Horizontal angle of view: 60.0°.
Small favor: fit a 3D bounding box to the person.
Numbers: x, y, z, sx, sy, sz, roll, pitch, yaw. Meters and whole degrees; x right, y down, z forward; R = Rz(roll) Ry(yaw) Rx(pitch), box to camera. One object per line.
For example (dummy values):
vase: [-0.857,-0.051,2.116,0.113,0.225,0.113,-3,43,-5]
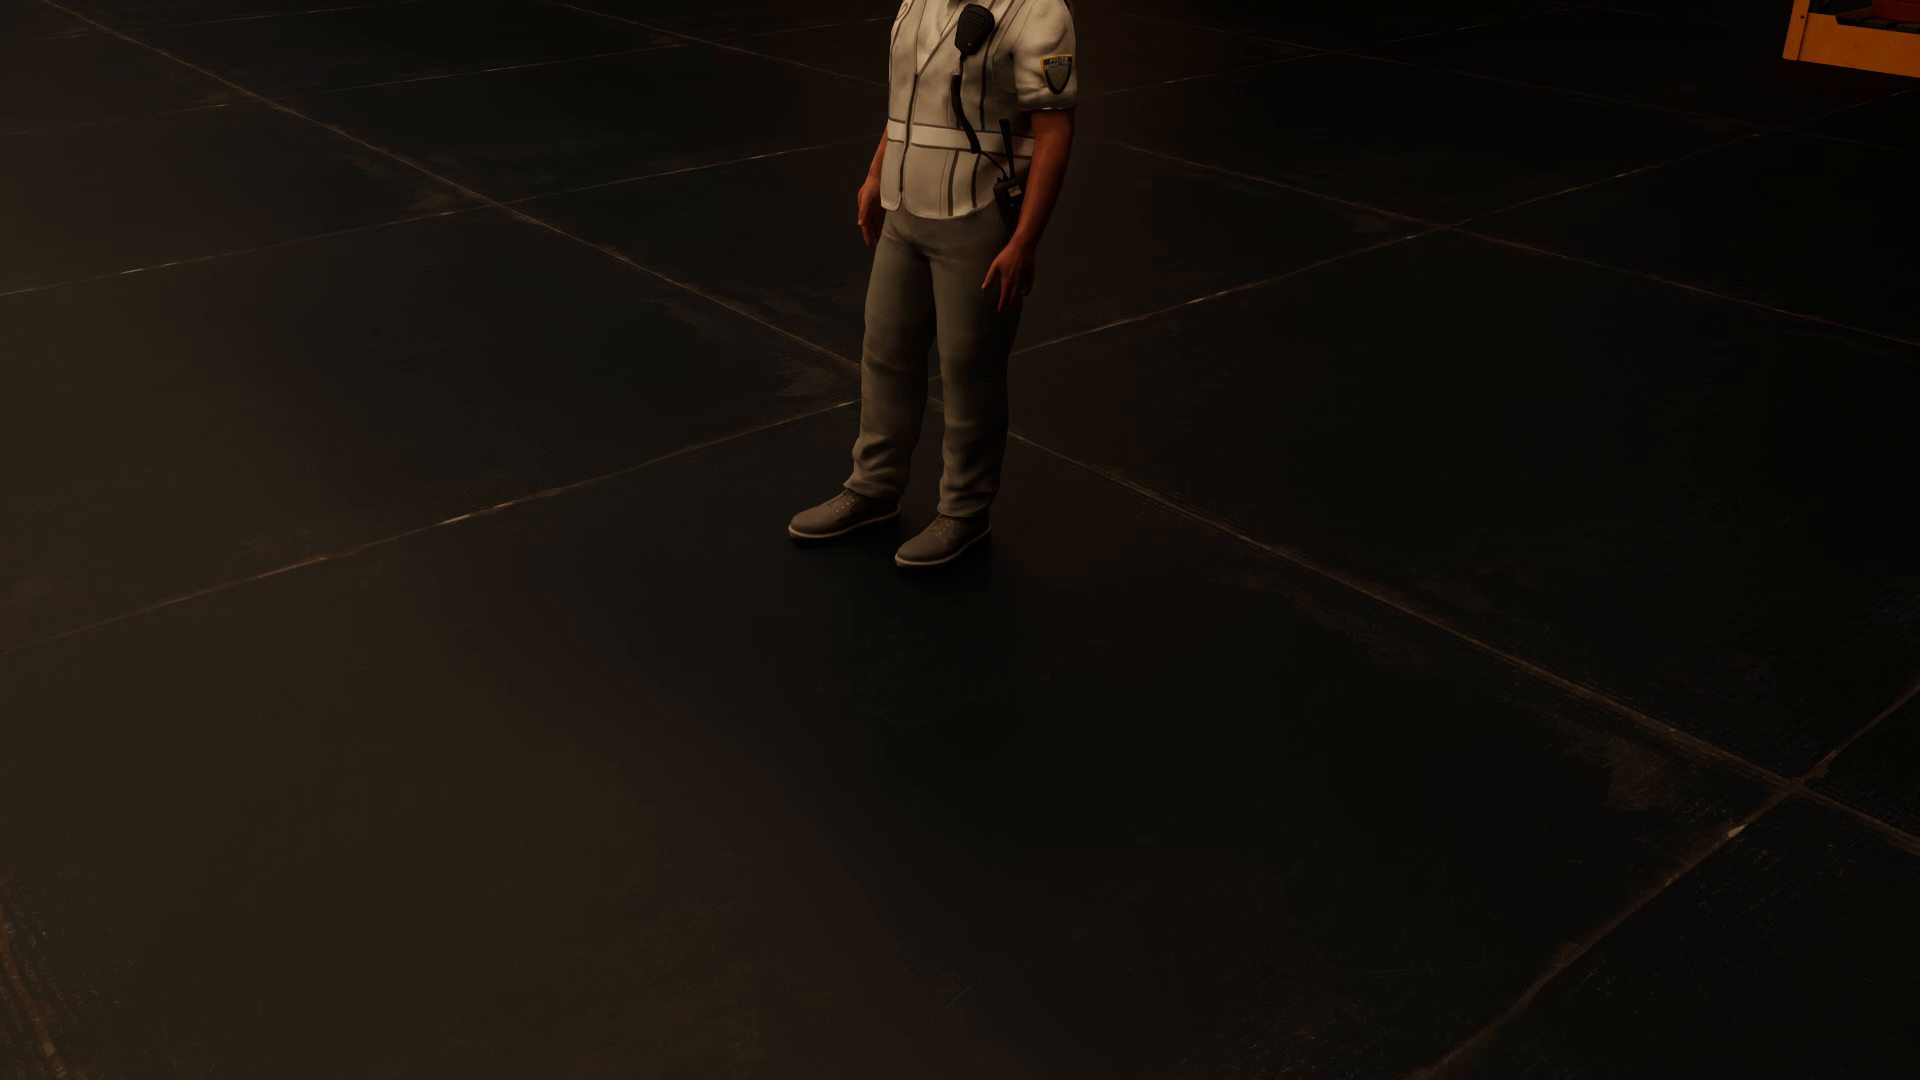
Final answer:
person: [-0.067,-0.787,4.066,0.575,1.781,0.640,-20,33,-35]
